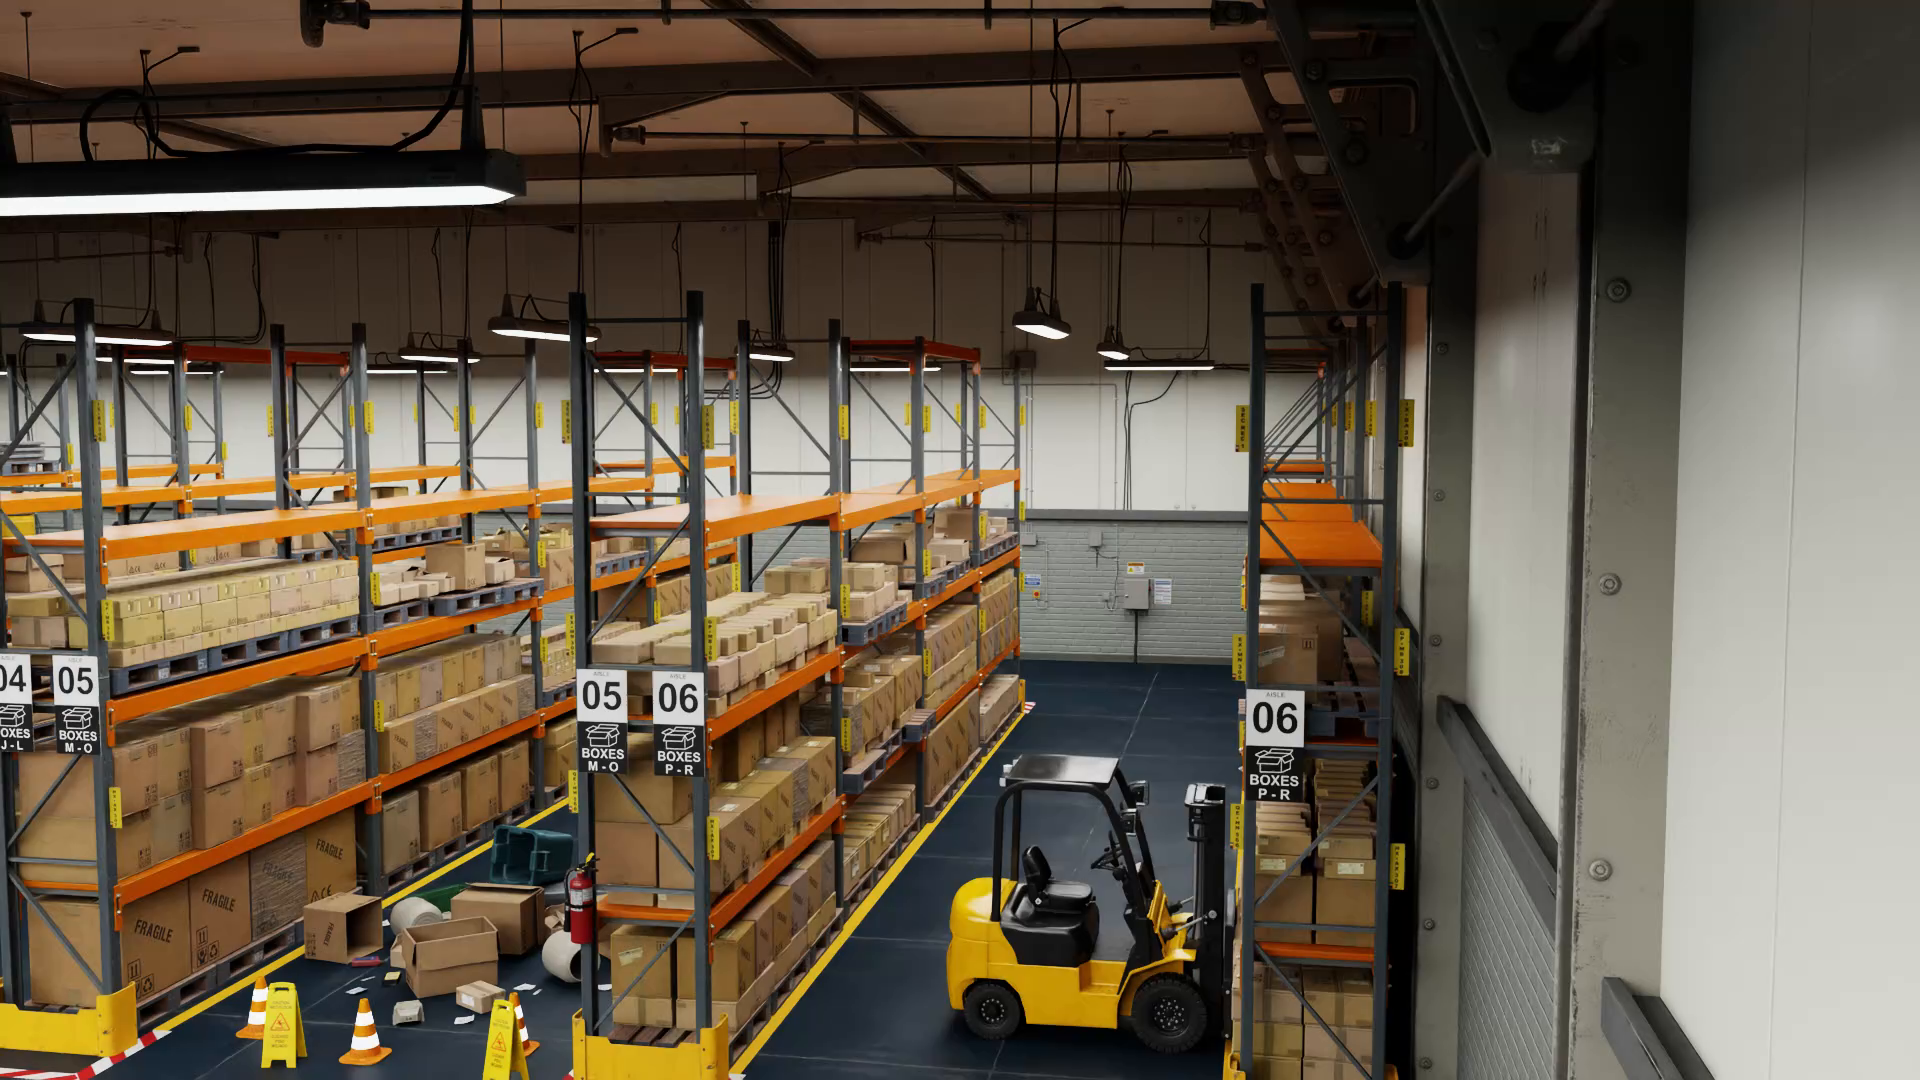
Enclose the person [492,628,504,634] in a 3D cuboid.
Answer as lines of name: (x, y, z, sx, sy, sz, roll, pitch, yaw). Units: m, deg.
person: (-7.334, 2.215, 26.450, 0.450, 1.607, 1.009, 0, 5, -3)
